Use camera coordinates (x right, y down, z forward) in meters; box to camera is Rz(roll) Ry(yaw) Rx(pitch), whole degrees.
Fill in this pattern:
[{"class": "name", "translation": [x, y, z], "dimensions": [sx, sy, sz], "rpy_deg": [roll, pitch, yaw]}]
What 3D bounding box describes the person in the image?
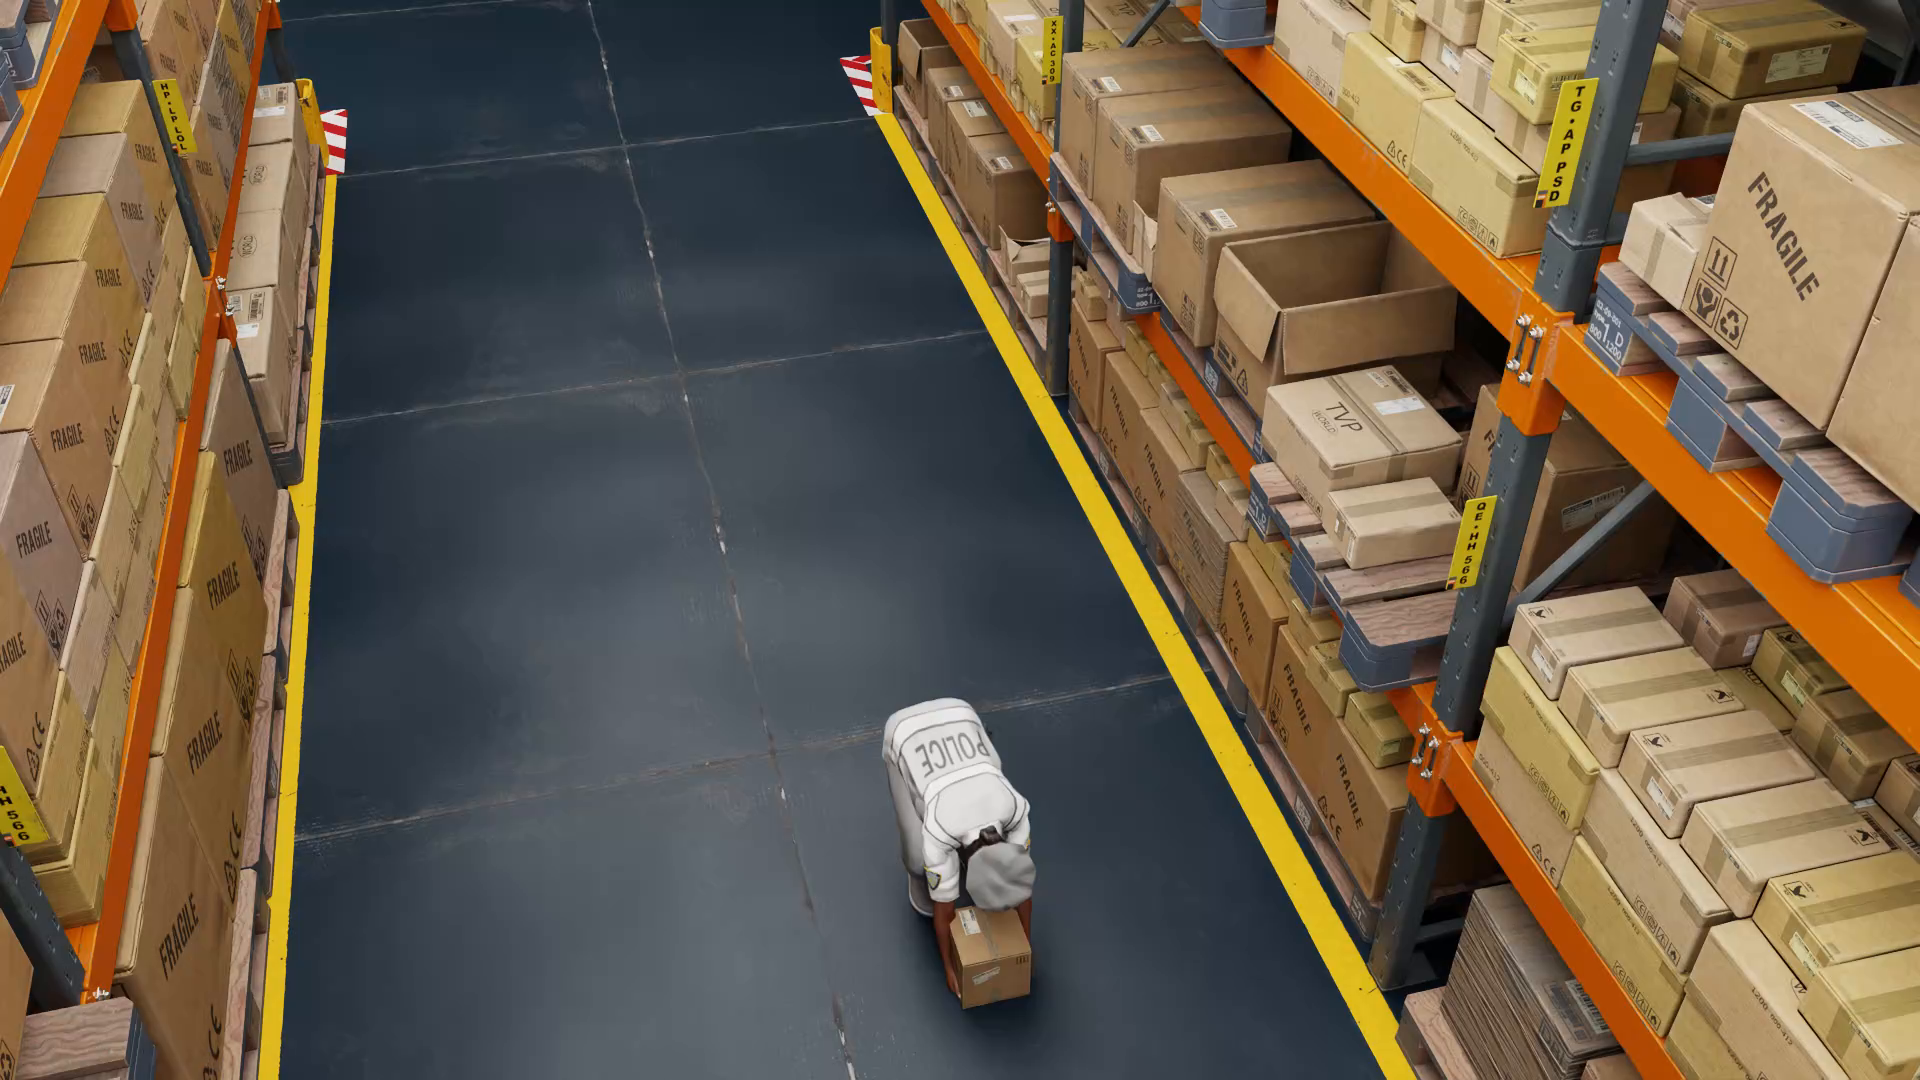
[{"class": "person", "translation": [0.003, 1.093, 6.068], "dimensions": [0.445, 0.802, 0.924], "rpy_deg": [-11, 40, -13]}]
